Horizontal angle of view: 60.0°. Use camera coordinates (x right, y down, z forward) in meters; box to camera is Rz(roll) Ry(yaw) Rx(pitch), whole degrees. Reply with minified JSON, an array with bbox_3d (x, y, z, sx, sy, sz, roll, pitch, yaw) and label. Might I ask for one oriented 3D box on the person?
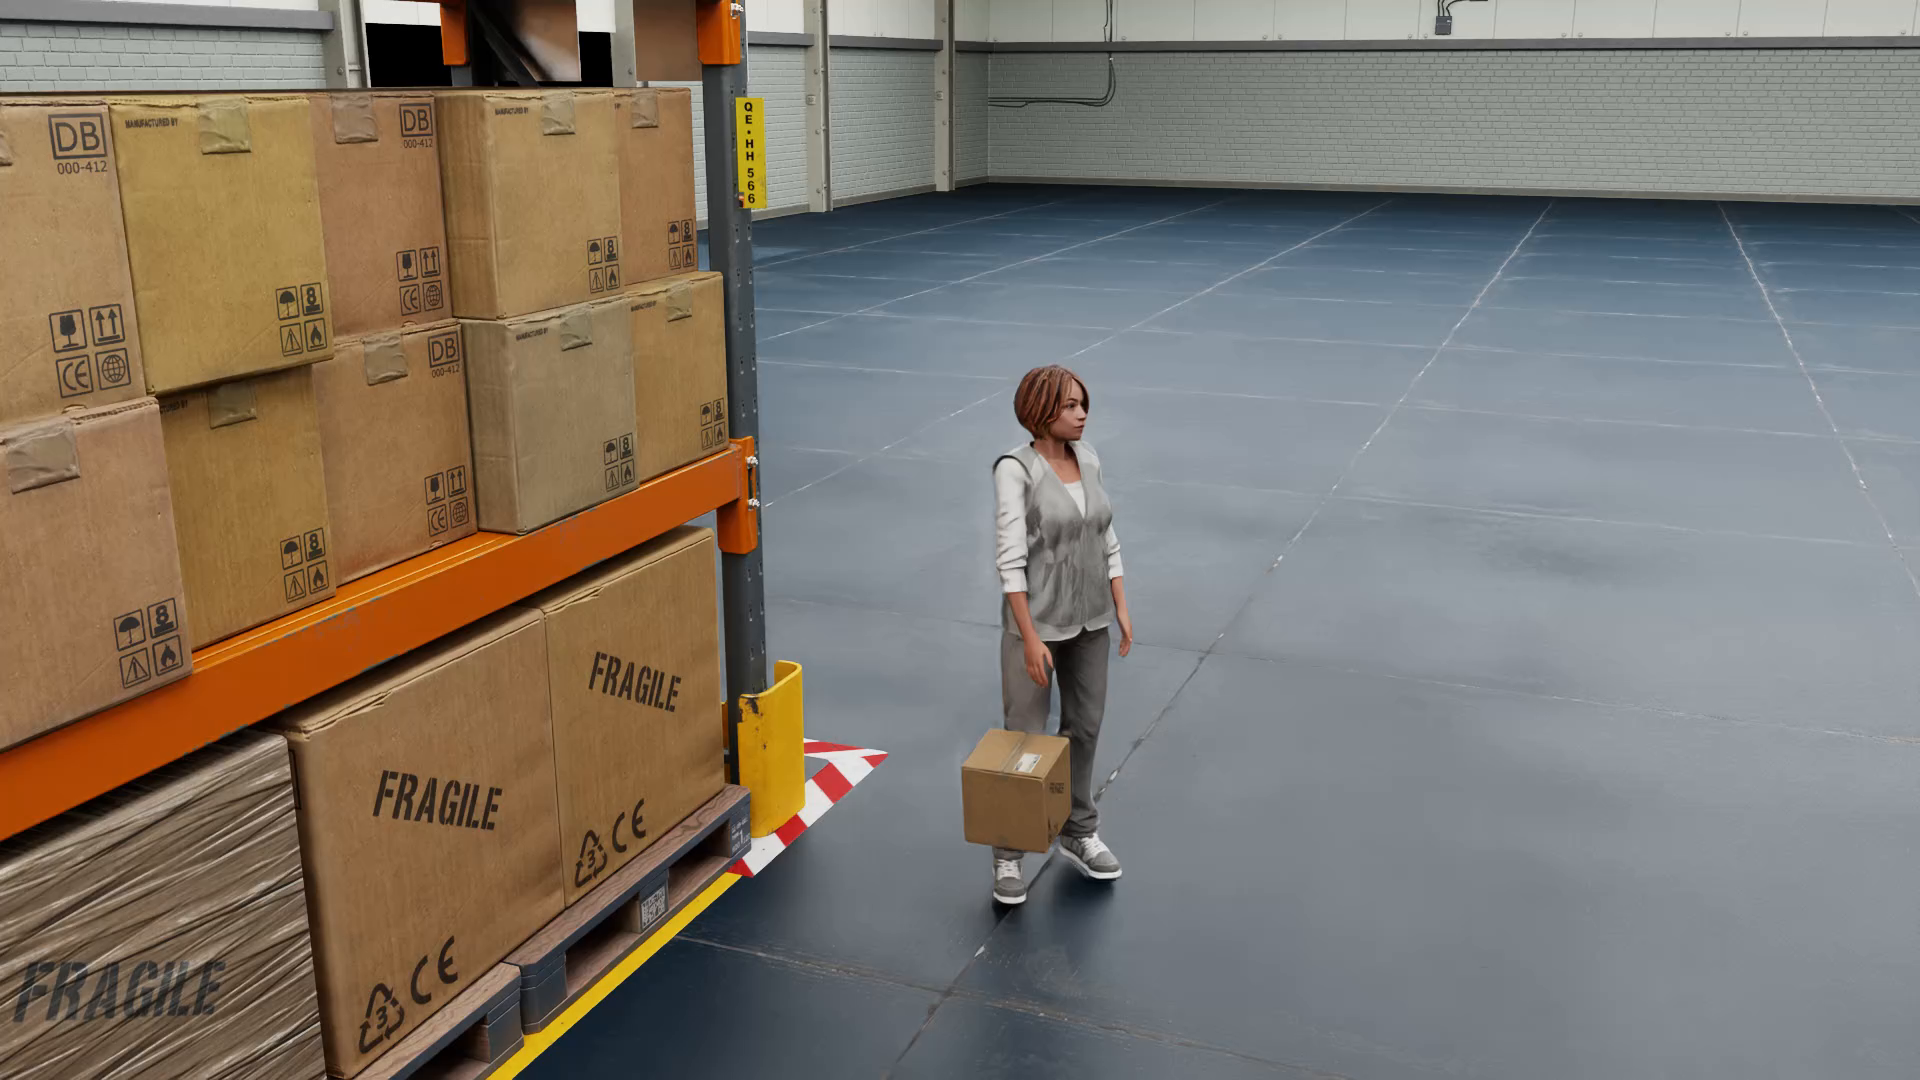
[{"bbox_3d":[0.286,0.277,4.973,0.500,1.607,0.352,-11,19,-34],"label":"person"}]
